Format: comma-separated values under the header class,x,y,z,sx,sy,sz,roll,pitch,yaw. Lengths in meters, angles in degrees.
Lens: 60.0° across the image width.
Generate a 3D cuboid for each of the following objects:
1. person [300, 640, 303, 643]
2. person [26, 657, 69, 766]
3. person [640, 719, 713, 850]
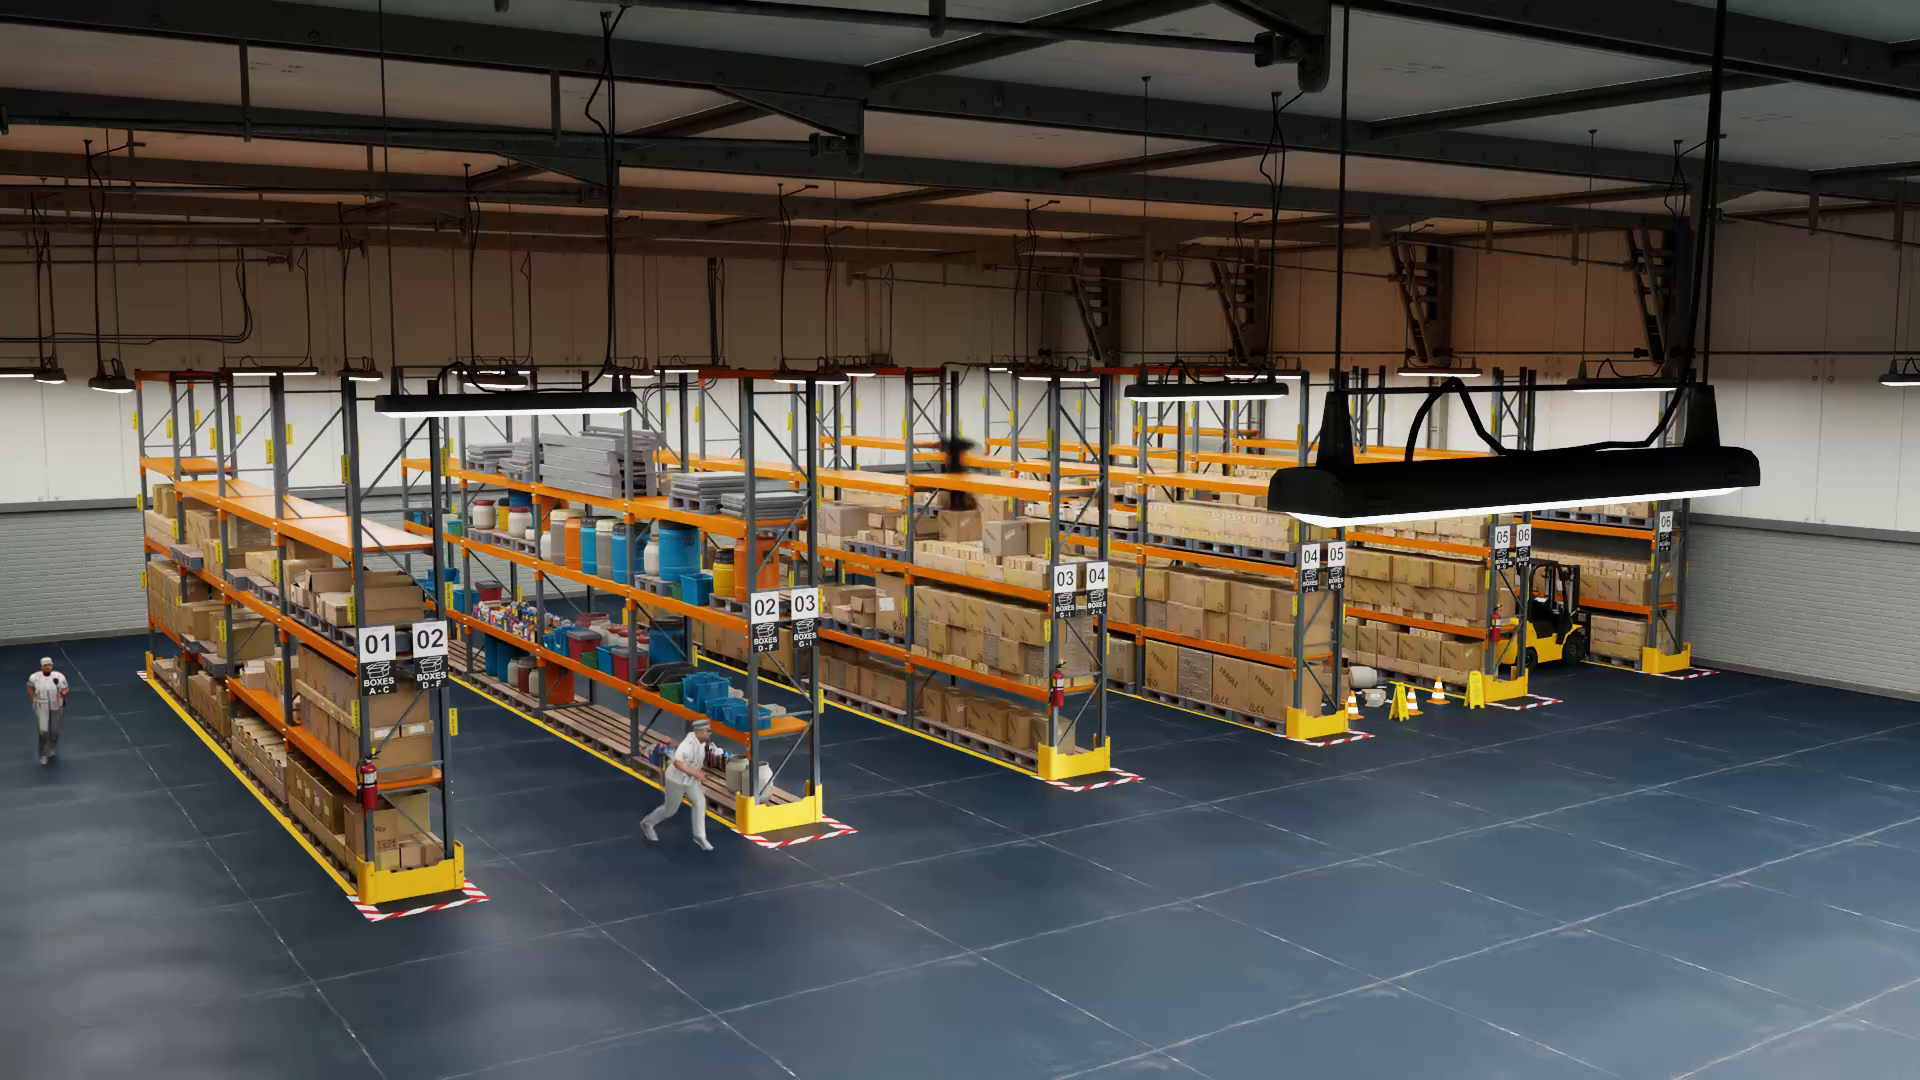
class,x,y,z,sx,sy,sz,roll,pitch,yaw
person,-12.236,1.972,31.310,1.045,1.729,0.717,6,9,42
person,-14.080,2.625,25.711,0.556,1.676,0.775,-4,8,-34
person,-3.639,3.119,21.332,1.024,1.726,0.694,2,7,15
